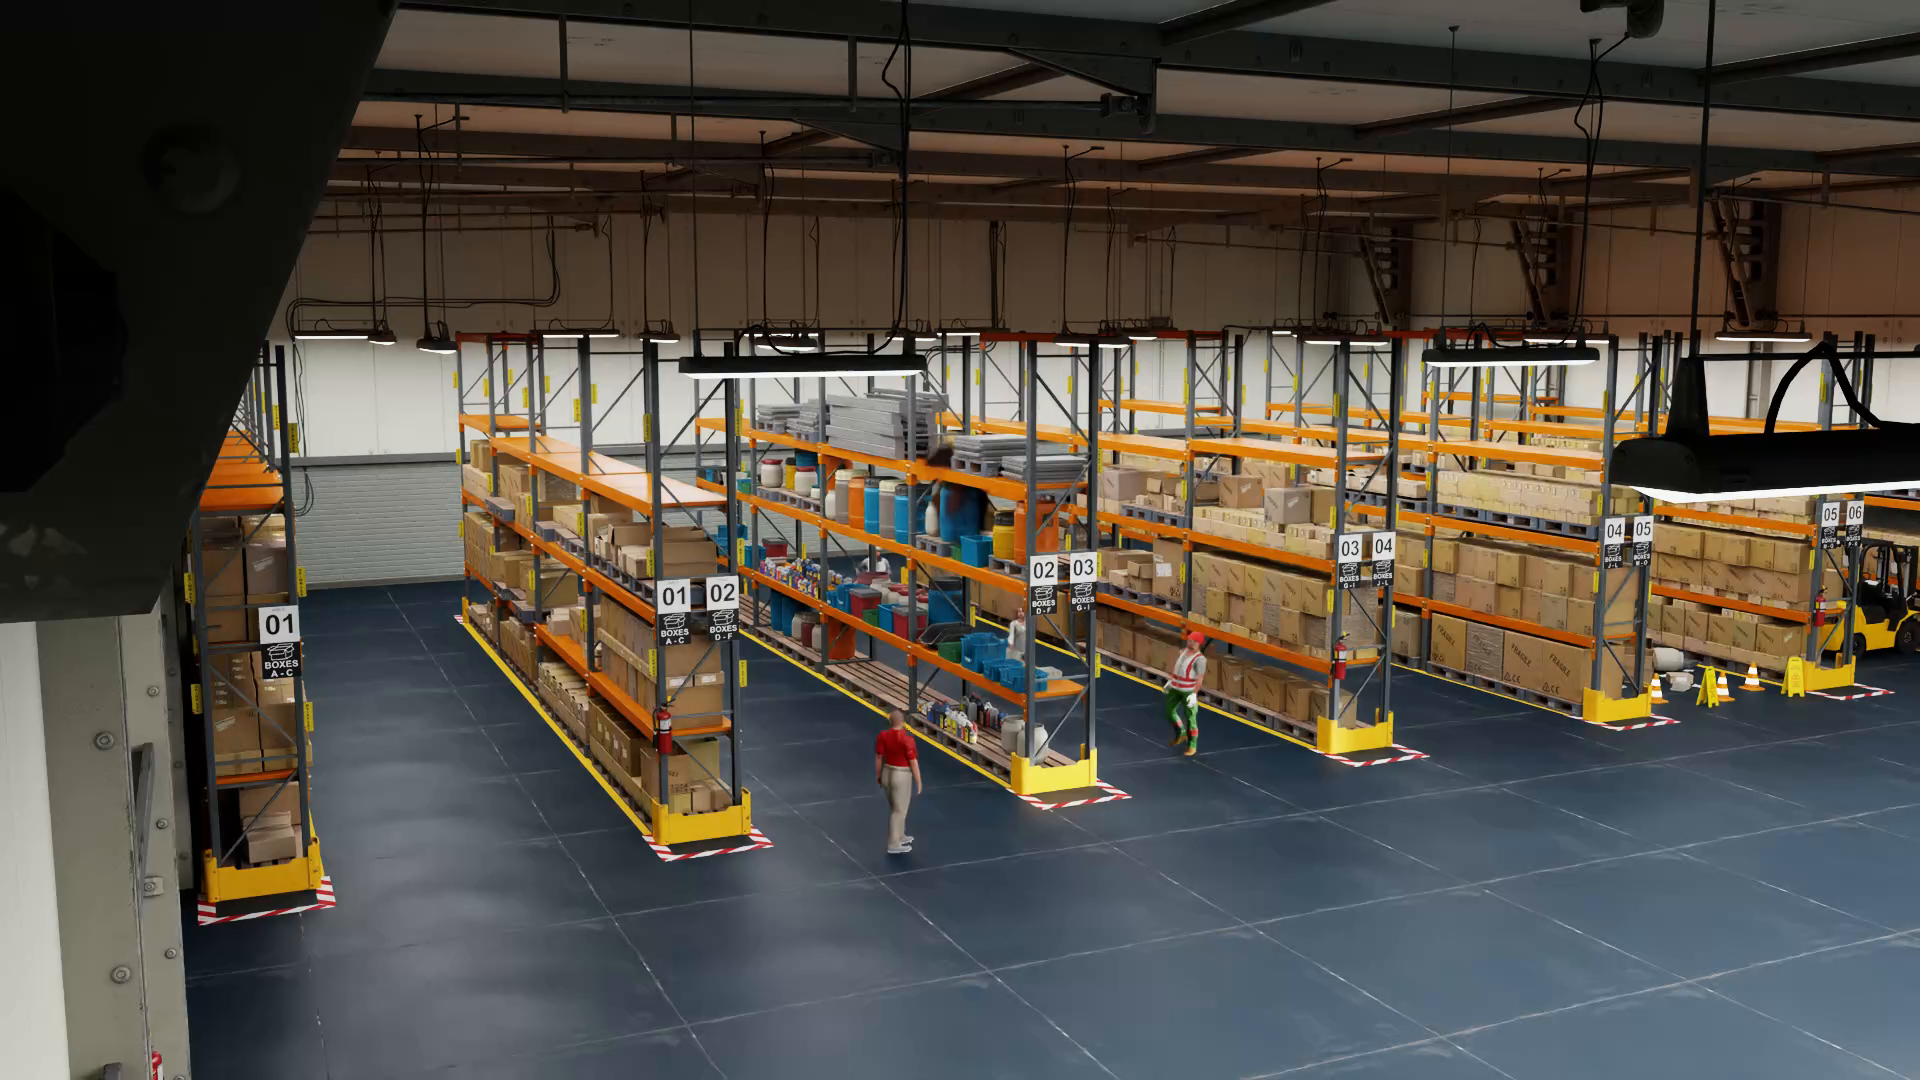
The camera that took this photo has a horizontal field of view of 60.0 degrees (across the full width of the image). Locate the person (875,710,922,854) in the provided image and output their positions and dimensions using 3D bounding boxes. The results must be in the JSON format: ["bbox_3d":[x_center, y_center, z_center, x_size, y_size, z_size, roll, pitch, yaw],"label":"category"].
[{"bbox_3d":[-0.675,2.837,19.741,0.587,1.725,0.592,-7,10,-41],"label":"person"}]

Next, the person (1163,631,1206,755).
[{"bbox_3d":[3.247,2.191,24.112,0.493,1.772,0.663,-8,11,-44],"label":"person"}]

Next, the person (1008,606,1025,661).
[{"bbox_3d":[0.963,1.862,27.381,0.468,1.539,0.685,-7,10,-41],"label":"person"}]

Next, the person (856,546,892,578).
[{"bbox_3d":[-1.664,0.942,33.305,0.669,1.747,0.995,-4,9,-27],"label":"person"}]
